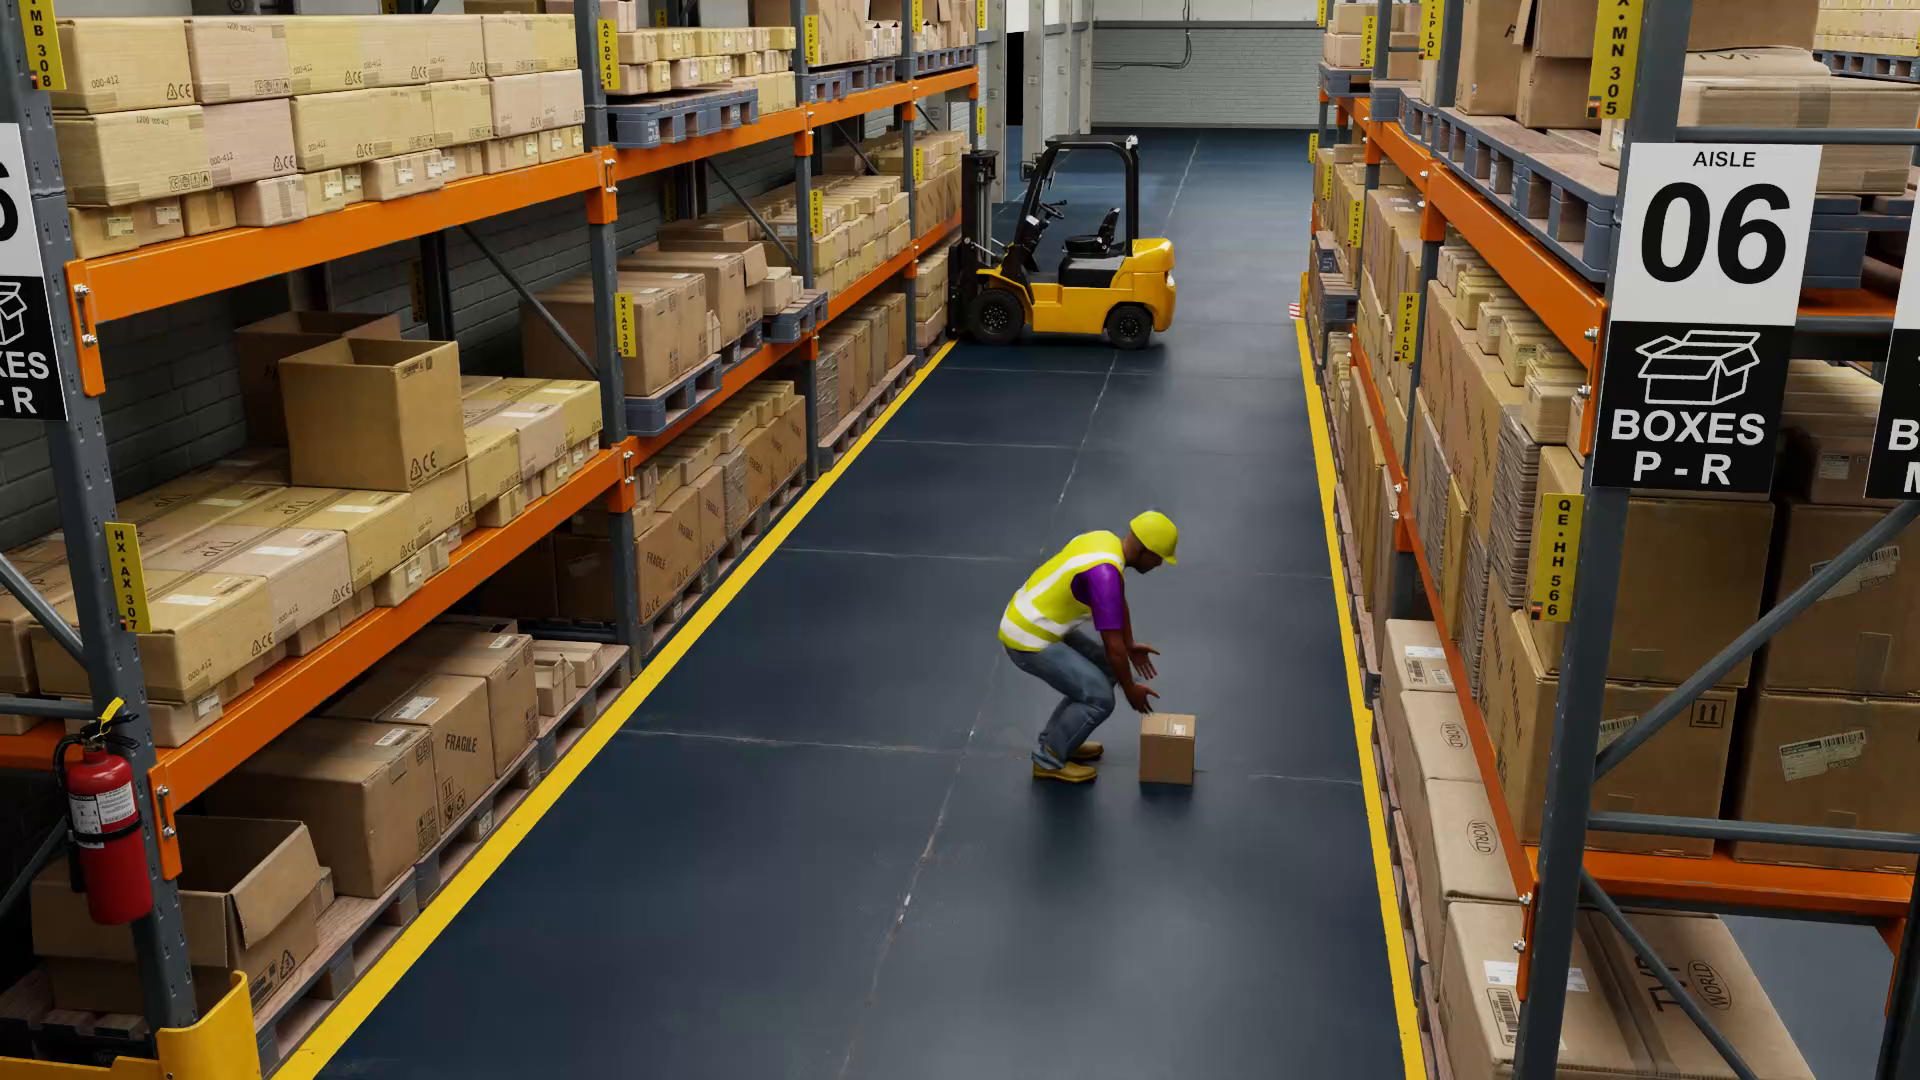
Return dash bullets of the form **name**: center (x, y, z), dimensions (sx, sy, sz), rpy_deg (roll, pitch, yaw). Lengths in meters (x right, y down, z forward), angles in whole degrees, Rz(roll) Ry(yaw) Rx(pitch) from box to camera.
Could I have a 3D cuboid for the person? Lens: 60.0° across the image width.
- **person**: center (0.597, 0.469, 7.846), dimensions (0.817, 1.283, 0.627), rpy_deg (3, 18, 9)
